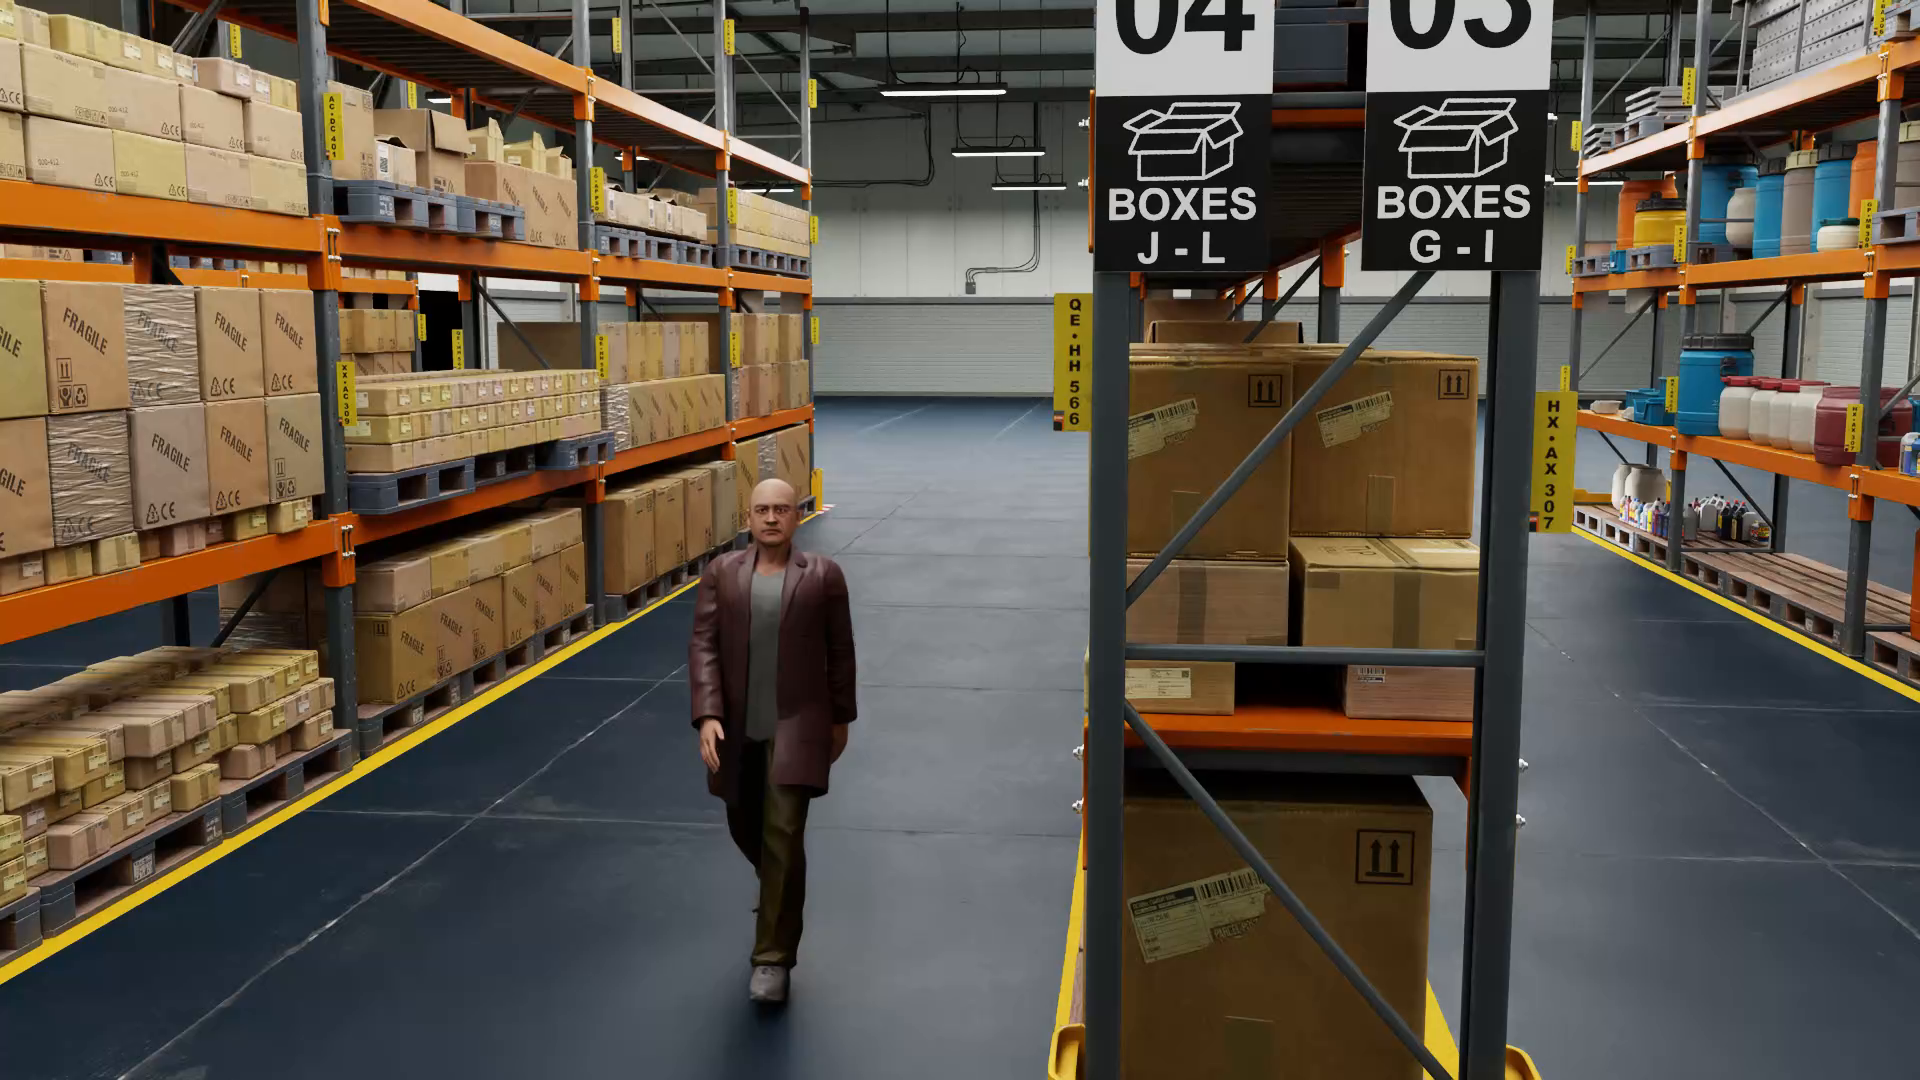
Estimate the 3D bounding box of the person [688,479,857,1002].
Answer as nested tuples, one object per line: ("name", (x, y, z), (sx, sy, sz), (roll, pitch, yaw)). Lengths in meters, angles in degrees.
("person", (-0.670, 0.648, 5.907), (0.559, 1.734, 1.102), (1, 8, 8))
